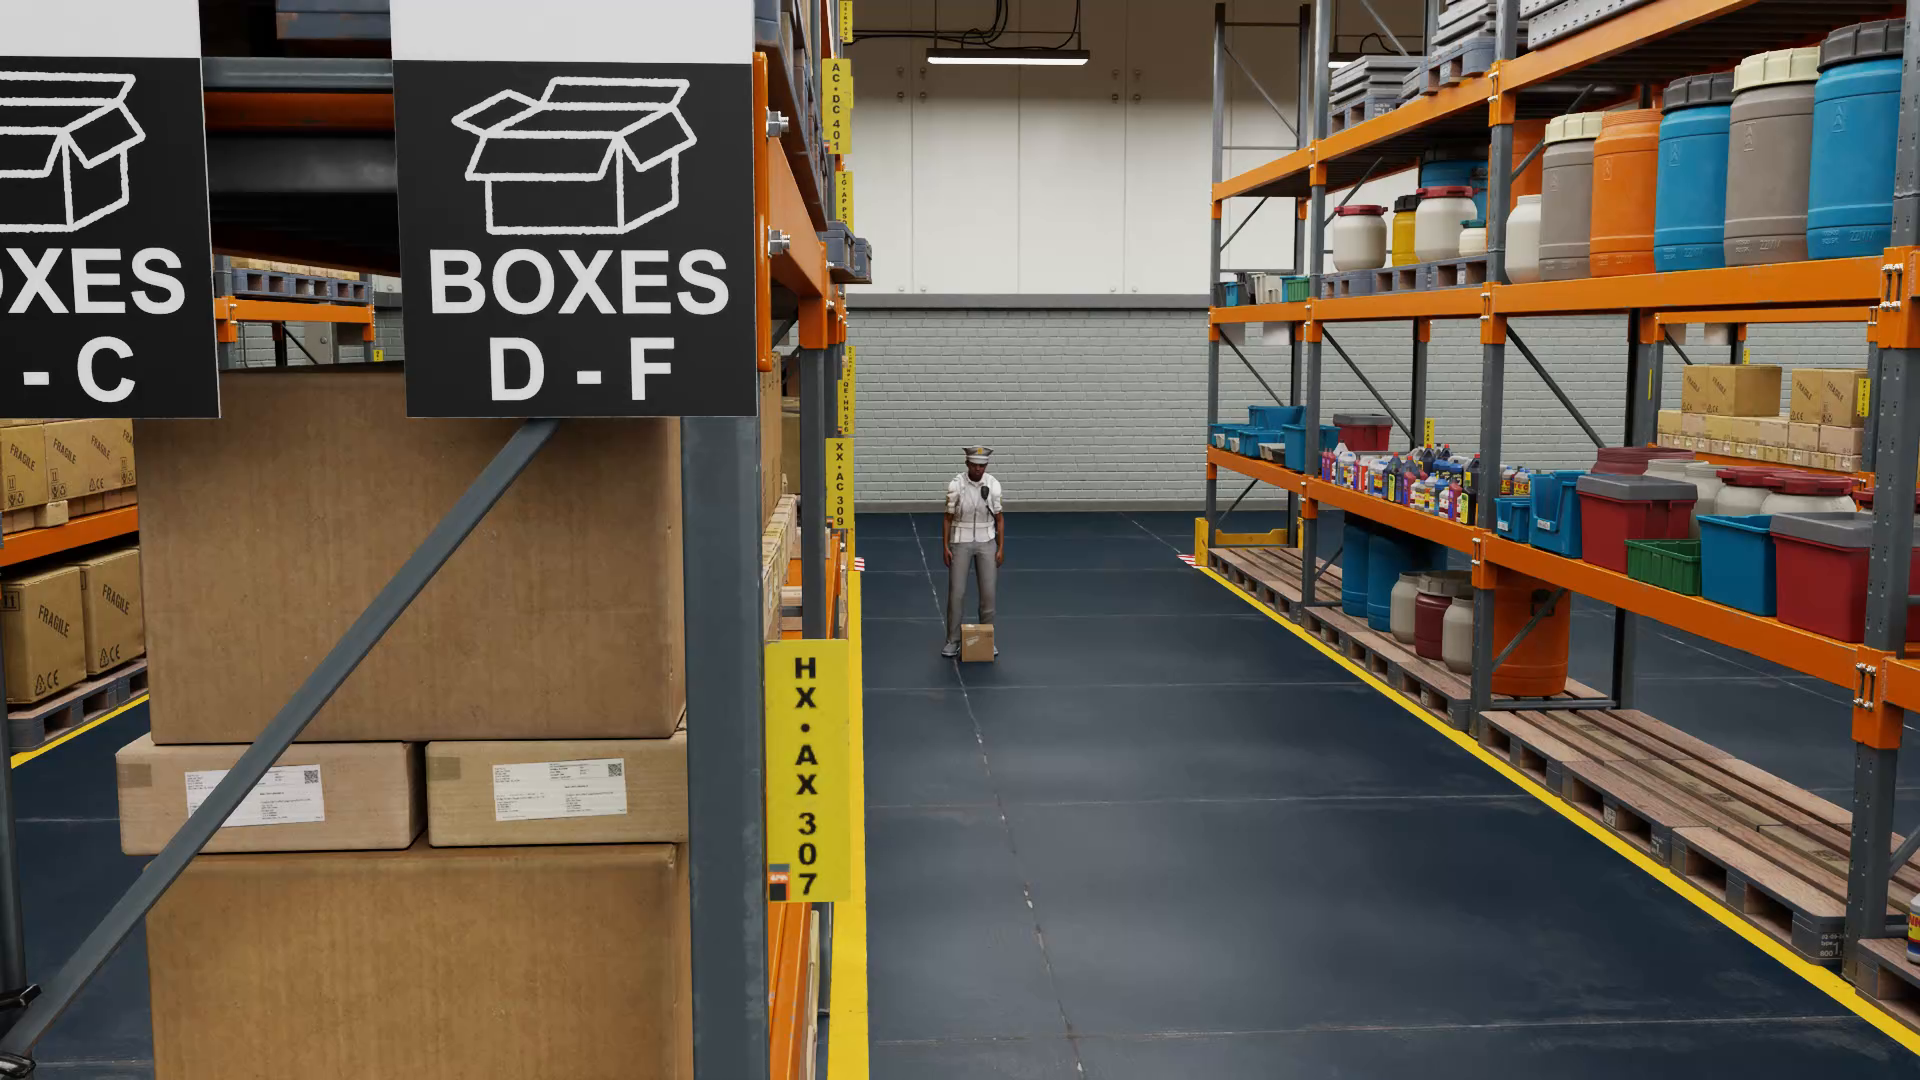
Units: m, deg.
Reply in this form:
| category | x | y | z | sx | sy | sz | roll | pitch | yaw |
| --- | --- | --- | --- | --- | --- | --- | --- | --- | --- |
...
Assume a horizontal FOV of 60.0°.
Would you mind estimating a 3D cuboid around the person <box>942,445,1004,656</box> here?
| category | x | y | z | sx | sy | sz | roll | pitch | yaw |
| --- | --- | --- | --- | --- | --- | --- | --- | --- | --- |
| person | 0.101 | 0.077 | 13.133 | 0.504 | 1.657 | 0.394 | -1 | 7 | -5 |
